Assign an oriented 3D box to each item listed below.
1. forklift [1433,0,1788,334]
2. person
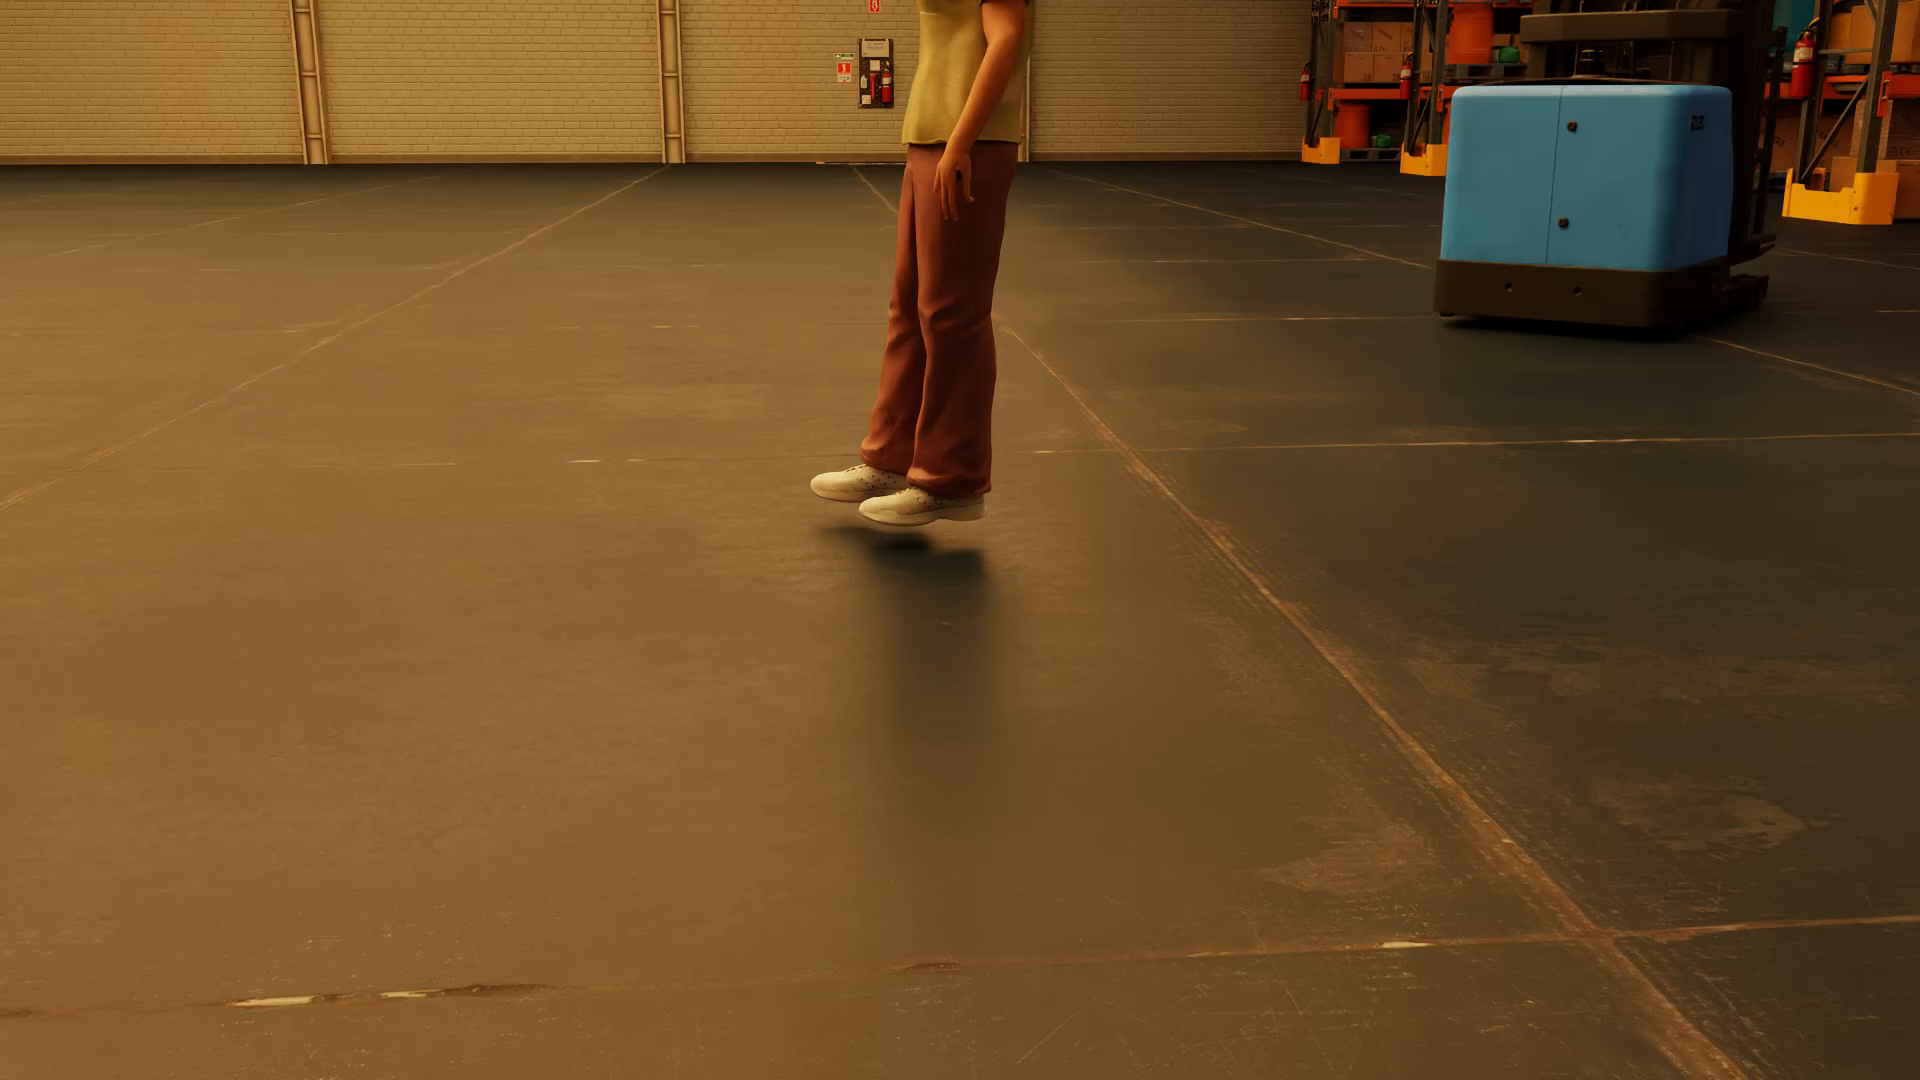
[{"bbox_3d":[3.465,-2.629,8.176,1.130,2.935,3.031,11,18,35],"label":"forklift"},{"bbox_3d":[-0.075,-0.858,3.714,0.547,1.673,0.553,-1,15,-5],"label":"person"}]
